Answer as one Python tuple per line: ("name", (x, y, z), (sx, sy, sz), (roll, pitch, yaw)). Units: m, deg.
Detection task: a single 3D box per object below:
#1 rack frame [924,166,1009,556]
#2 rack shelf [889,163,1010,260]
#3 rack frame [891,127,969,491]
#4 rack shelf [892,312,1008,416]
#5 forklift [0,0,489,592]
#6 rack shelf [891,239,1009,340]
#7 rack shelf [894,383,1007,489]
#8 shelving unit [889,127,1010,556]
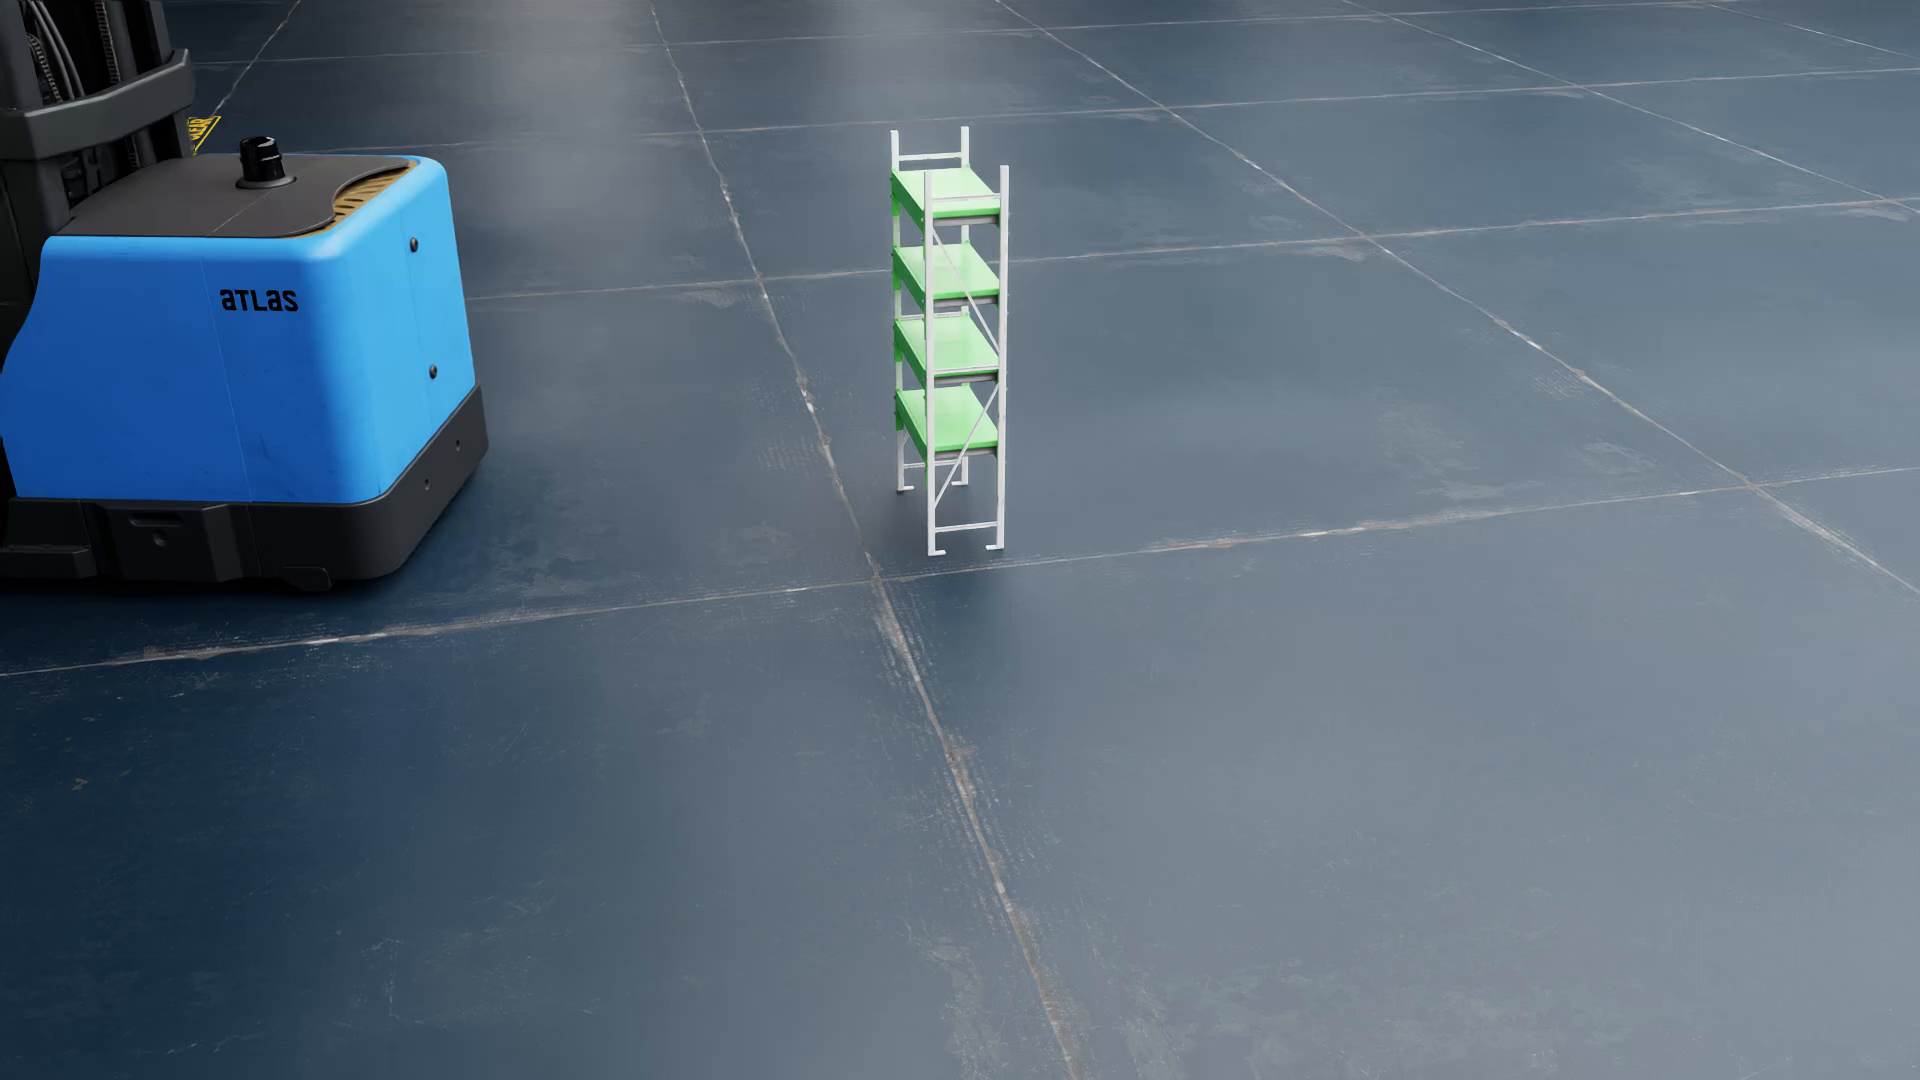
("rack frame", (0.018, -0.501, 4.911), (0.240, 1.200, 0.015), (-6, 27, -12))
("rack shelf", (-0.037, -0.980, 4.936), (0.258, 0.148, 0.480), (-6, 27, -12))
("rack frame", (-0.092, -0.715, 5.336), (0.240, 1.200, 0.015), (-6, 27, -12))
("rack shelf", (-0.037, -0.551, 5.152), (0.258, 0.148, 0.480), (-6, 27, -12))
("forklift", (-3.150, -1.393, 4.757), (3.031, 2.935, 1.130), (1, 27, 2))
("rack shelf", (-0.037, -0.766, 5.044), (0.258, 0.148, 0.480), (-6, 27, -12))
("rack shelf", (-0.037, -0.337, 5.261), (0.258, 0.148, 0.480), (-6, 27, -12))
("shelving unit", (-0.037, -0.608, 5.124), (0.258, 1.200, 0.503), (-6, 27, -12))
